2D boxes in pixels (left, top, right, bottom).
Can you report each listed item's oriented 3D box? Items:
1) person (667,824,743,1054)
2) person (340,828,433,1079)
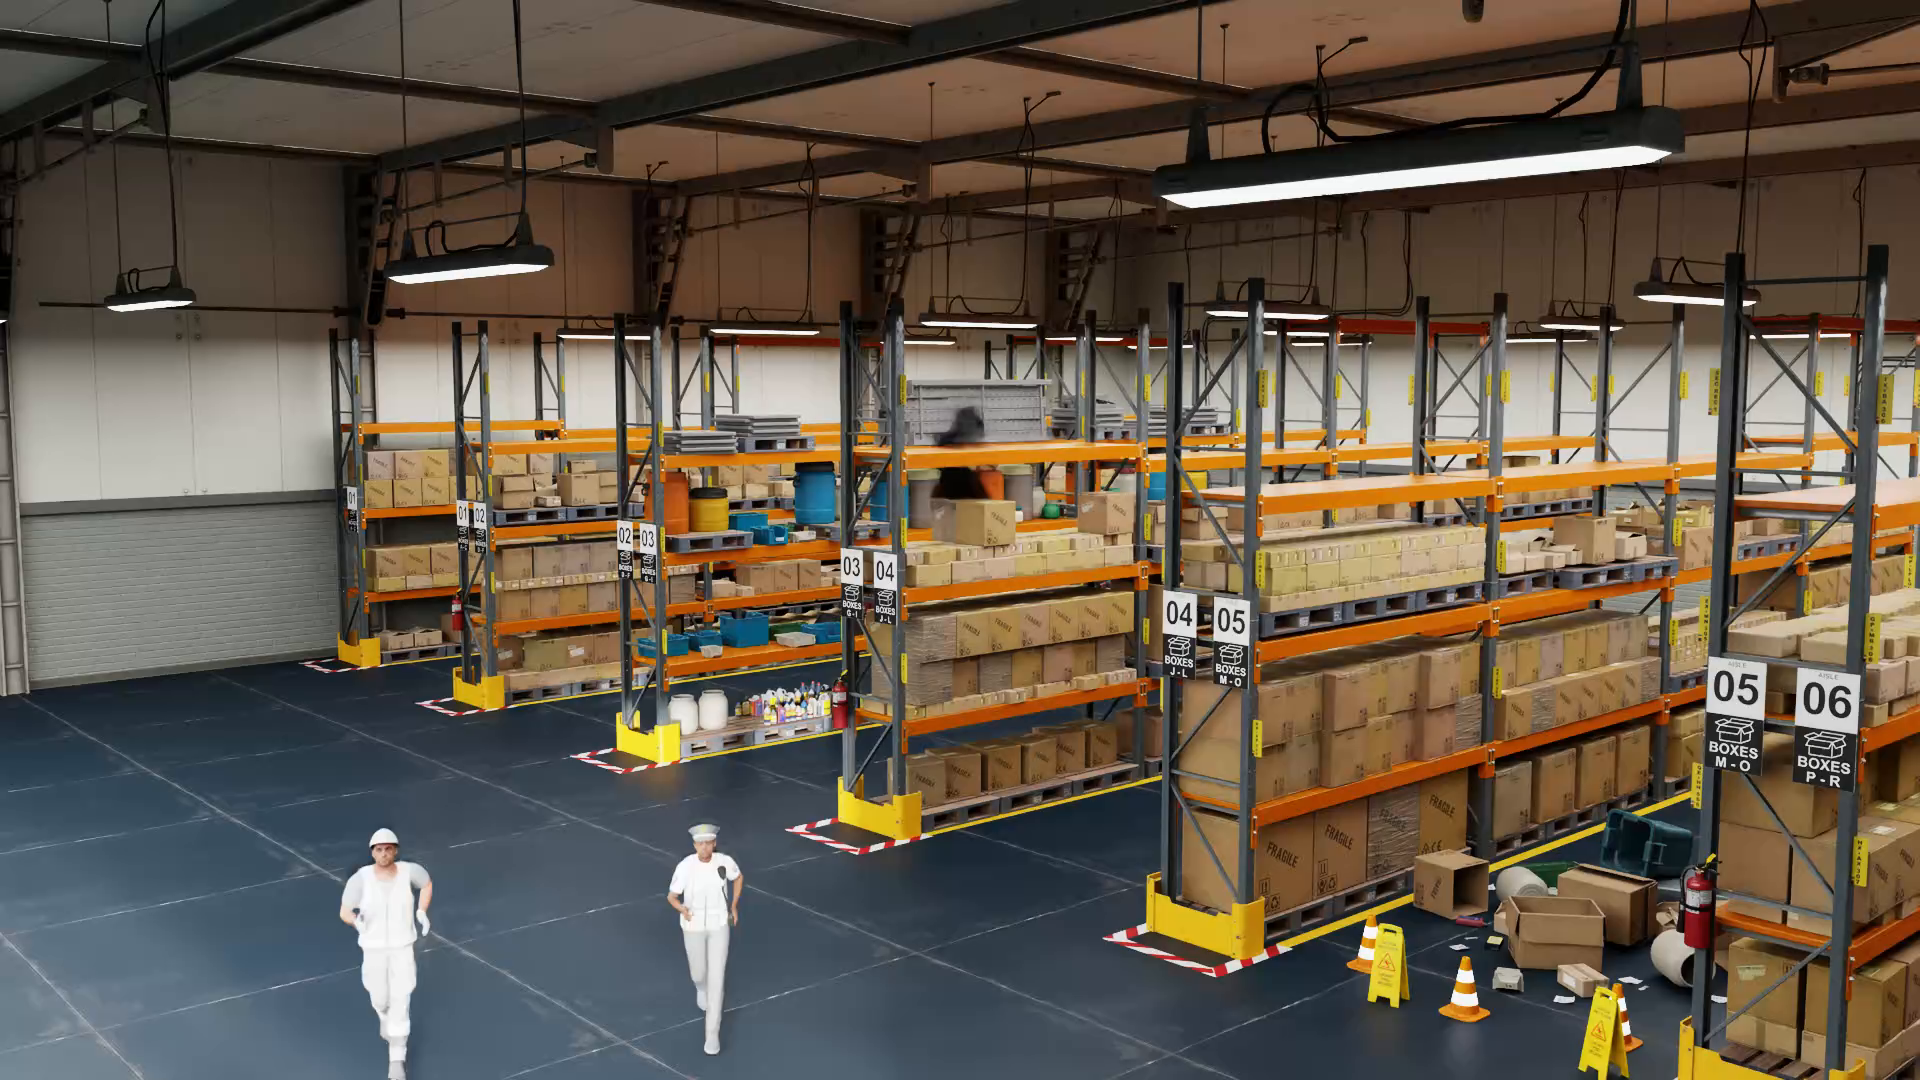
[{"bbox_3d":[-1.989,3.031,13.018,0.587,1.700,0.933,-1,6,-7],"label":"person"},{"bbox_3d":[-4.267,3.031,12.403,0.656,1.786,0.987,-2,6,-17],"label":"person"}]
